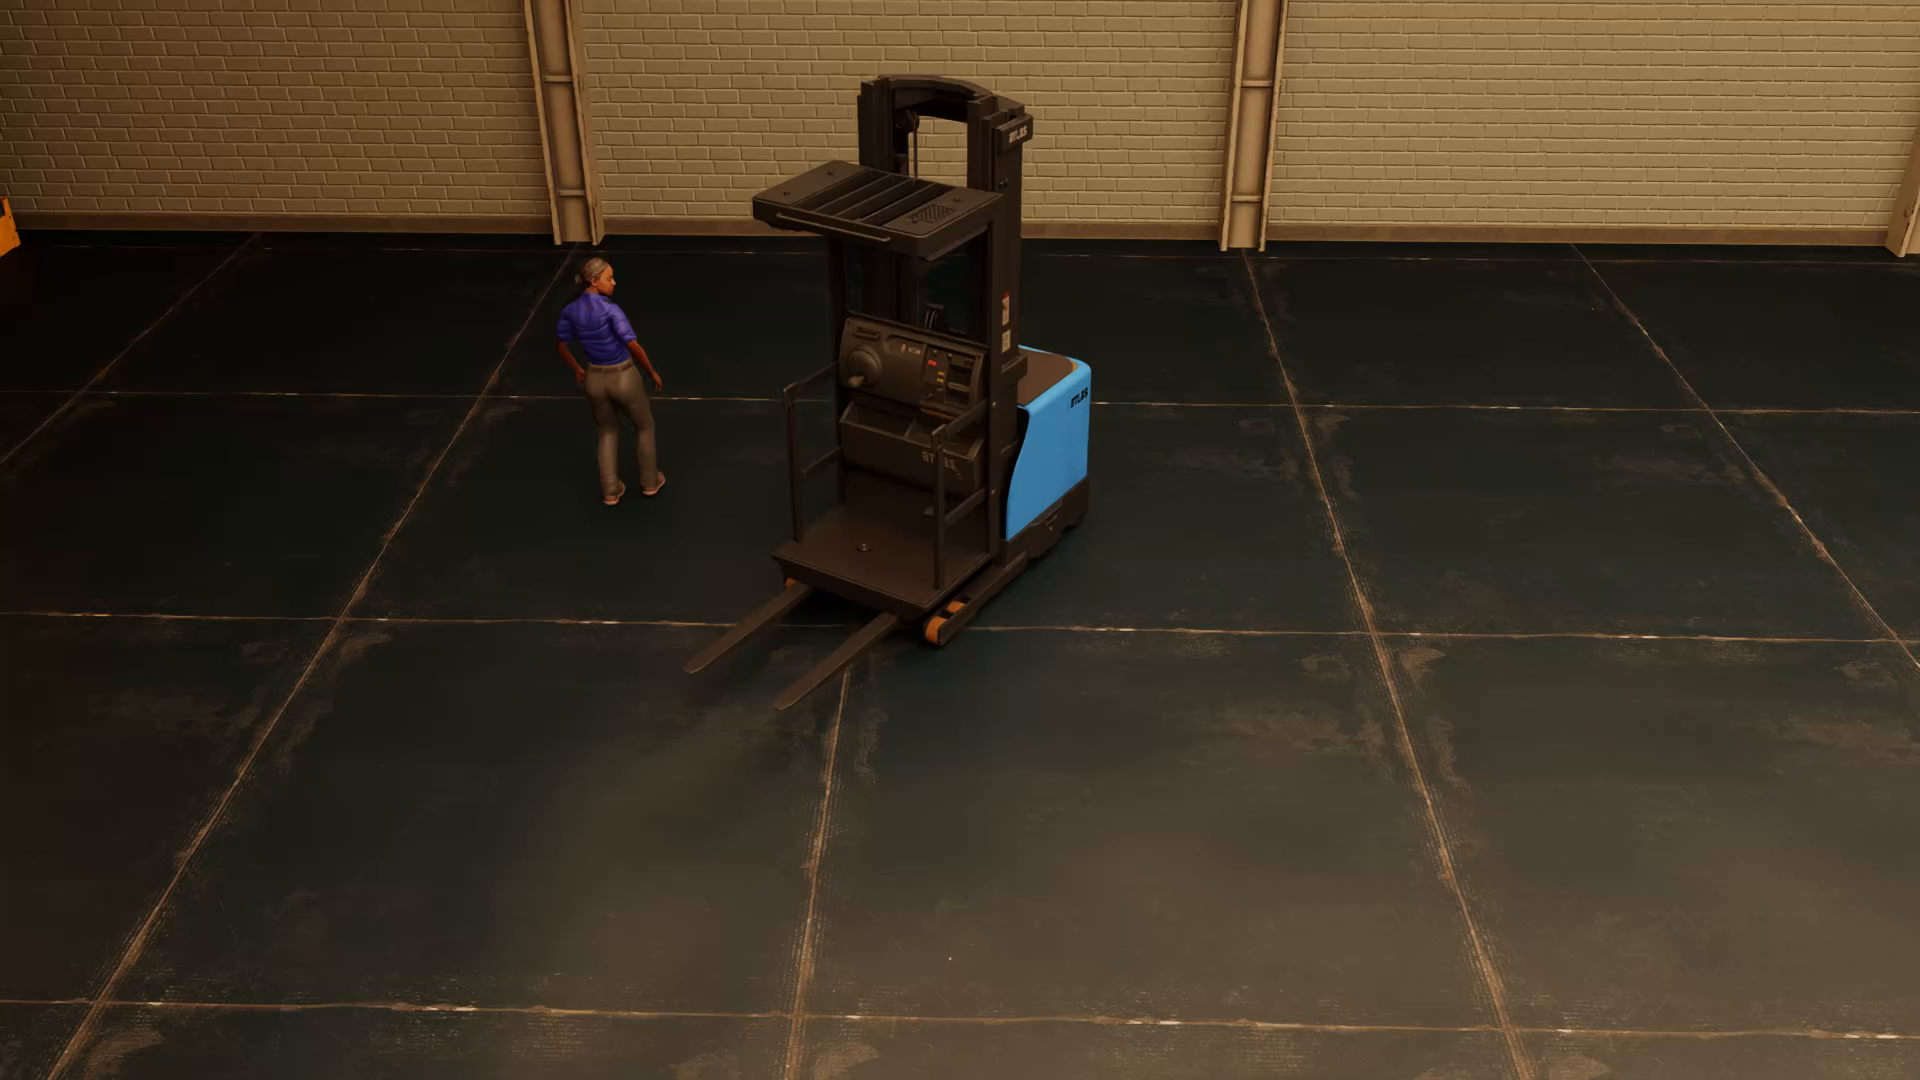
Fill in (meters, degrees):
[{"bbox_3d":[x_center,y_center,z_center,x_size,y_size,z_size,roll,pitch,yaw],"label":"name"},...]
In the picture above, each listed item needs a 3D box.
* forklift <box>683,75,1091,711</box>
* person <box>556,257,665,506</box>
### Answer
[{"bbox_3d":[-0.391,-0.932,9.195,1.130,2.935,3.031,18,35,28],"label":"forklift"},{"bbox_3d":[-2.212,-1.028,10.638,0.663,1.637,0.471,7,31,12],"label":"person"}]
